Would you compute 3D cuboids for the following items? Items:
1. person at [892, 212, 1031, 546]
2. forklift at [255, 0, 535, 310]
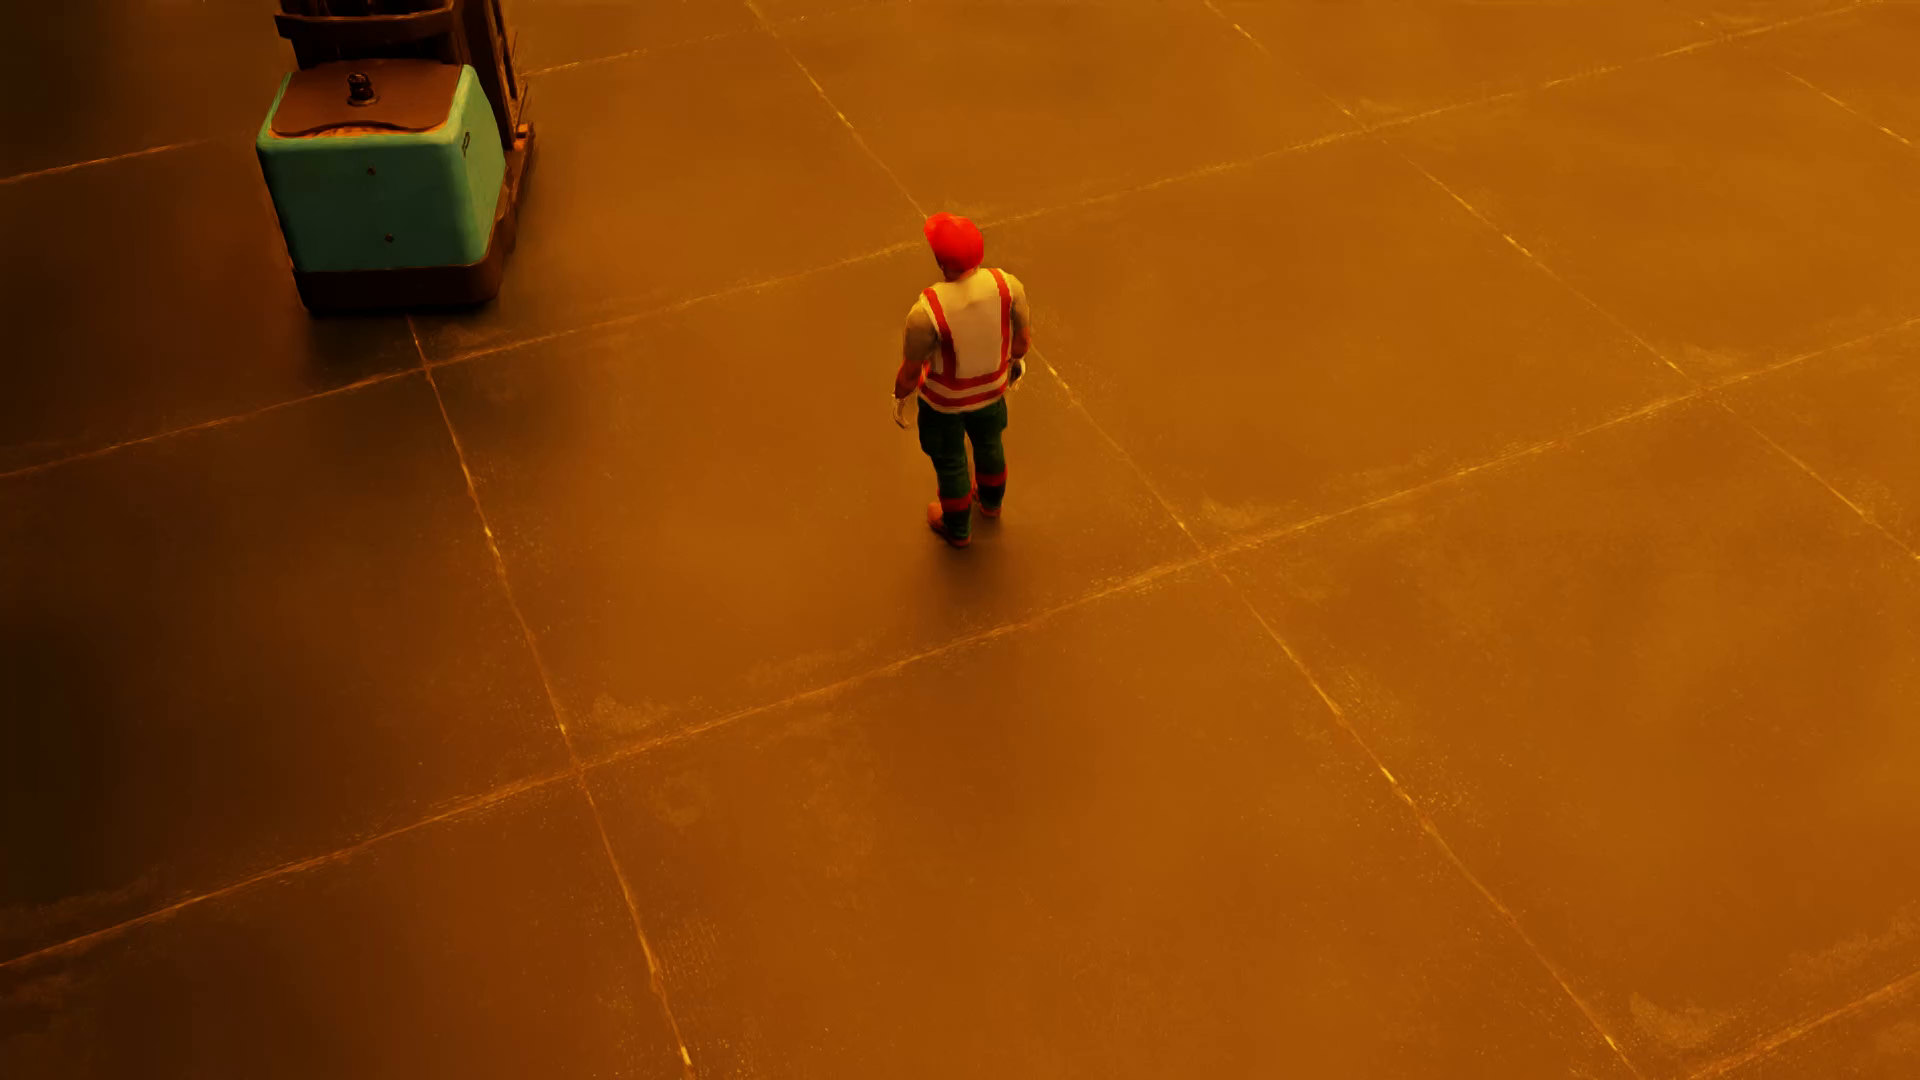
[{"bbox_3d":[-0.024,-0.712,7.270,0.637,1.787,0.563,-18,46,-18],"label":"person"},{"bbox_3d":[-3.207,-3.327,9.245,1.130,2.935,3.031,-3,43,-4],"label":"forklift"}]
